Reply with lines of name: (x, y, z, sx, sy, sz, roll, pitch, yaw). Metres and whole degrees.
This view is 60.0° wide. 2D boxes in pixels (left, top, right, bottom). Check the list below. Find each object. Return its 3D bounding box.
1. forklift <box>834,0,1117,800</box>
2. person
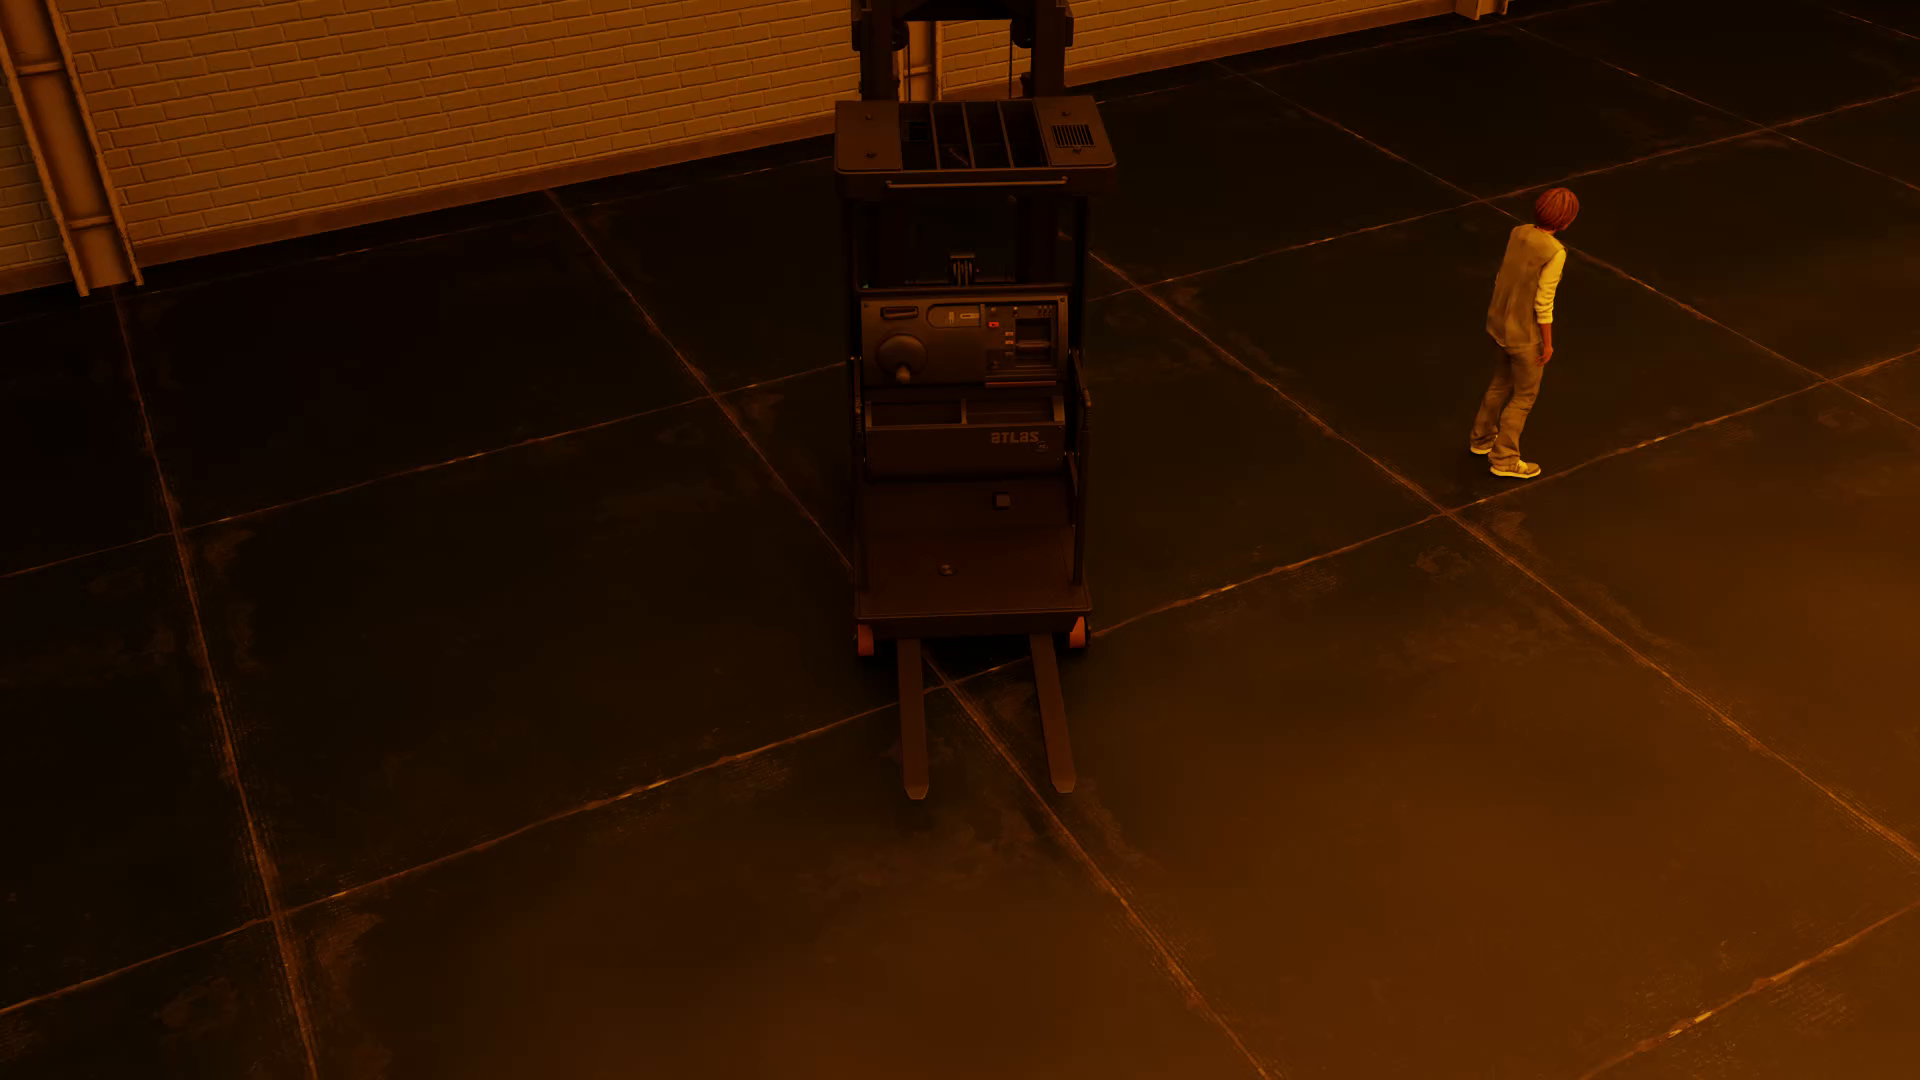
forklift: (0.037, -0.840, 7.312, 1.130, 2.935, 3.031, -2, 35, -3)
person: (2.987, -1.103, 8.845, 0.345, 1.591, 0.479, -10, 36, -13)
